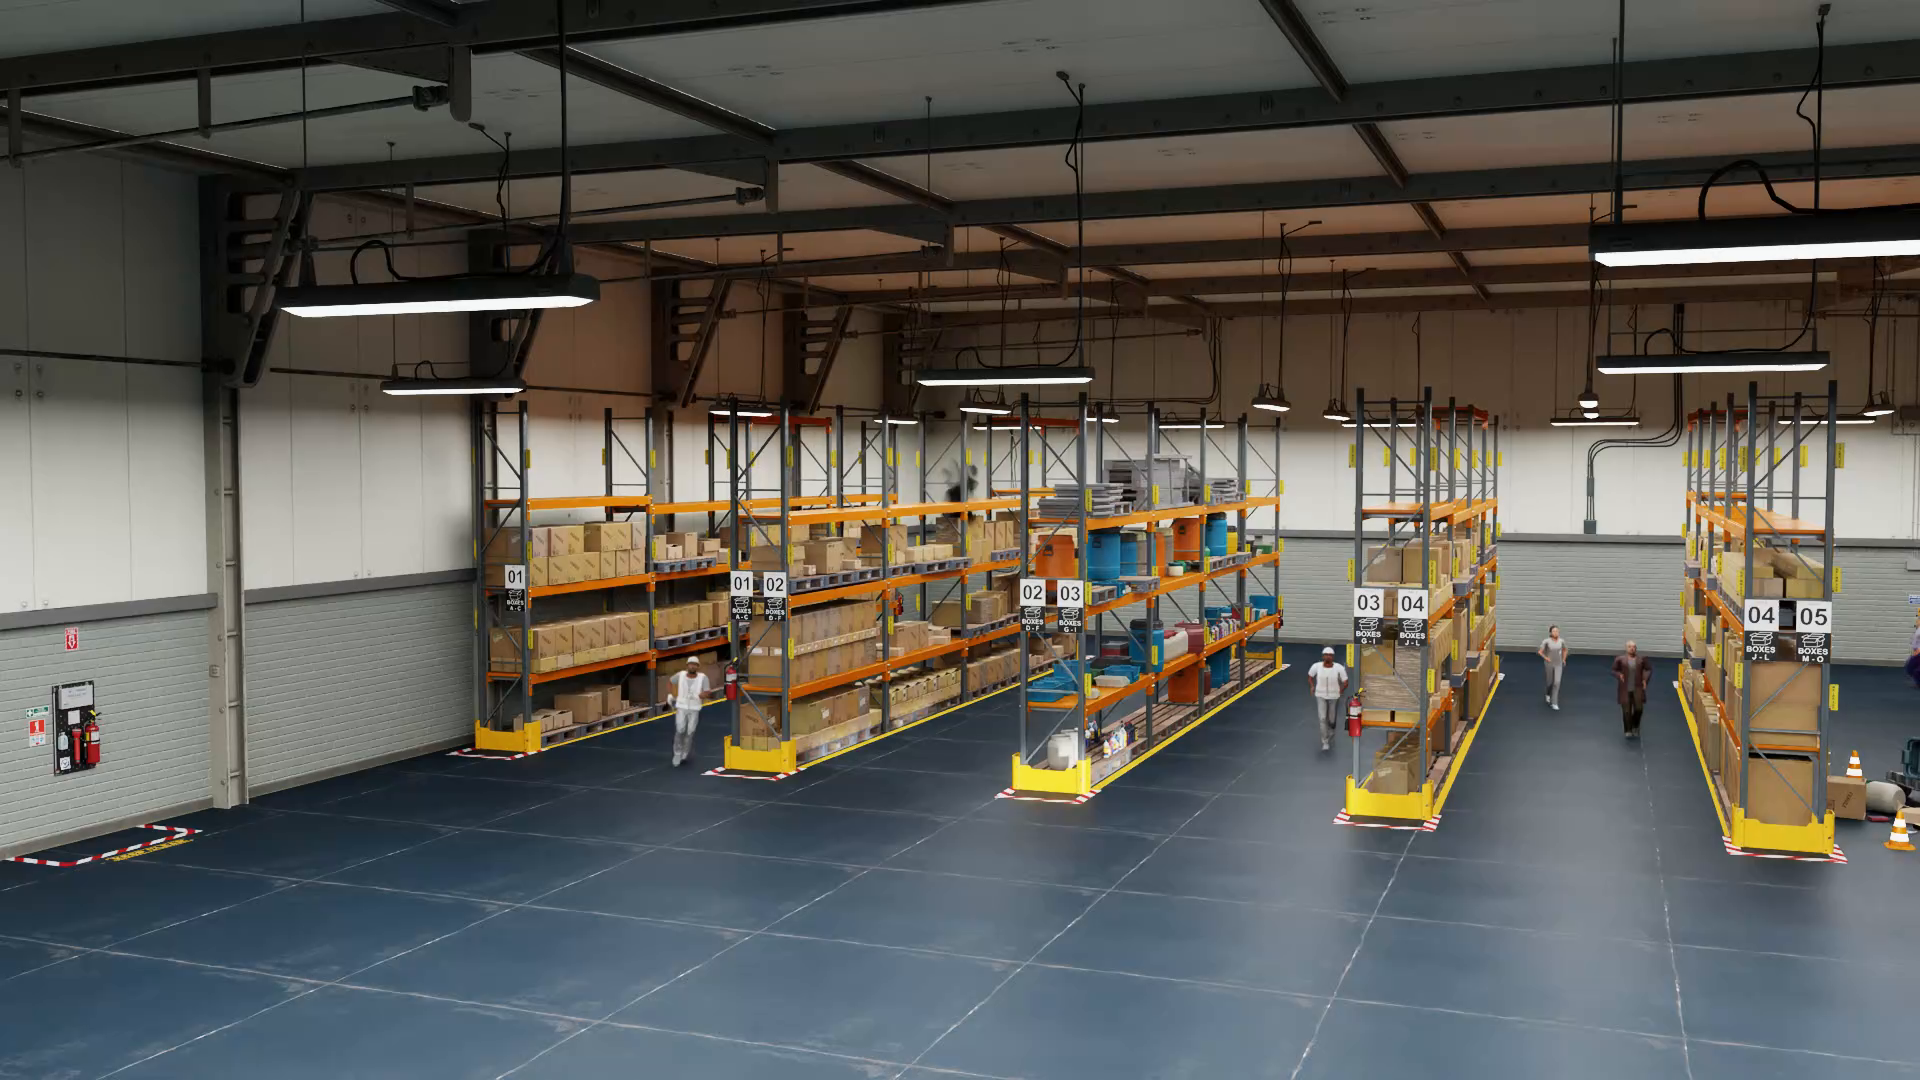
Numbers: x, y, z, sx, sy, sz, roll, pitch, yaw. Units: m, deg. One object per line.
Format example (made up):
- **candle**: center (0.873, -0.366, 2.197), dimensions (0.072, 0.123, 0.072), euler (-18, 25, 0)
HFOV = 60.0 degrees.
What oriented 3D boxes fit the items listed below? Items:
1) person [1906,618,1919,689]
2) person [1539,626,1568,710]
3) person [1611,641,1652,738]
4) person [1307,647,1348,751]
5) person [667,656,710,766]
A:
- **person**: center (20.846, 2.468, 36.107), dimensions (0.497, 1.583, 0.630), euler (2, 3, 31)
- **person**: center (11.961, 2.551, 33.528), dimensions (0.572, 1.662, 0.834), euler (1, 3, 10)
- **person**: center (11.976, 2.680, 29.647), dimensions (0.697, 1.741, 0.639), euler (1, 3, 19)
- **person**: center (6.377, 2.732, 28.855), dimensions (0.700, 1.762, 0.881), euler (1, 3, 14)
- **person**: center (-4.454, 2.799, 27.352), dimensions (0.686, 1.773, 0.675), euler (-1, 3, -14)
